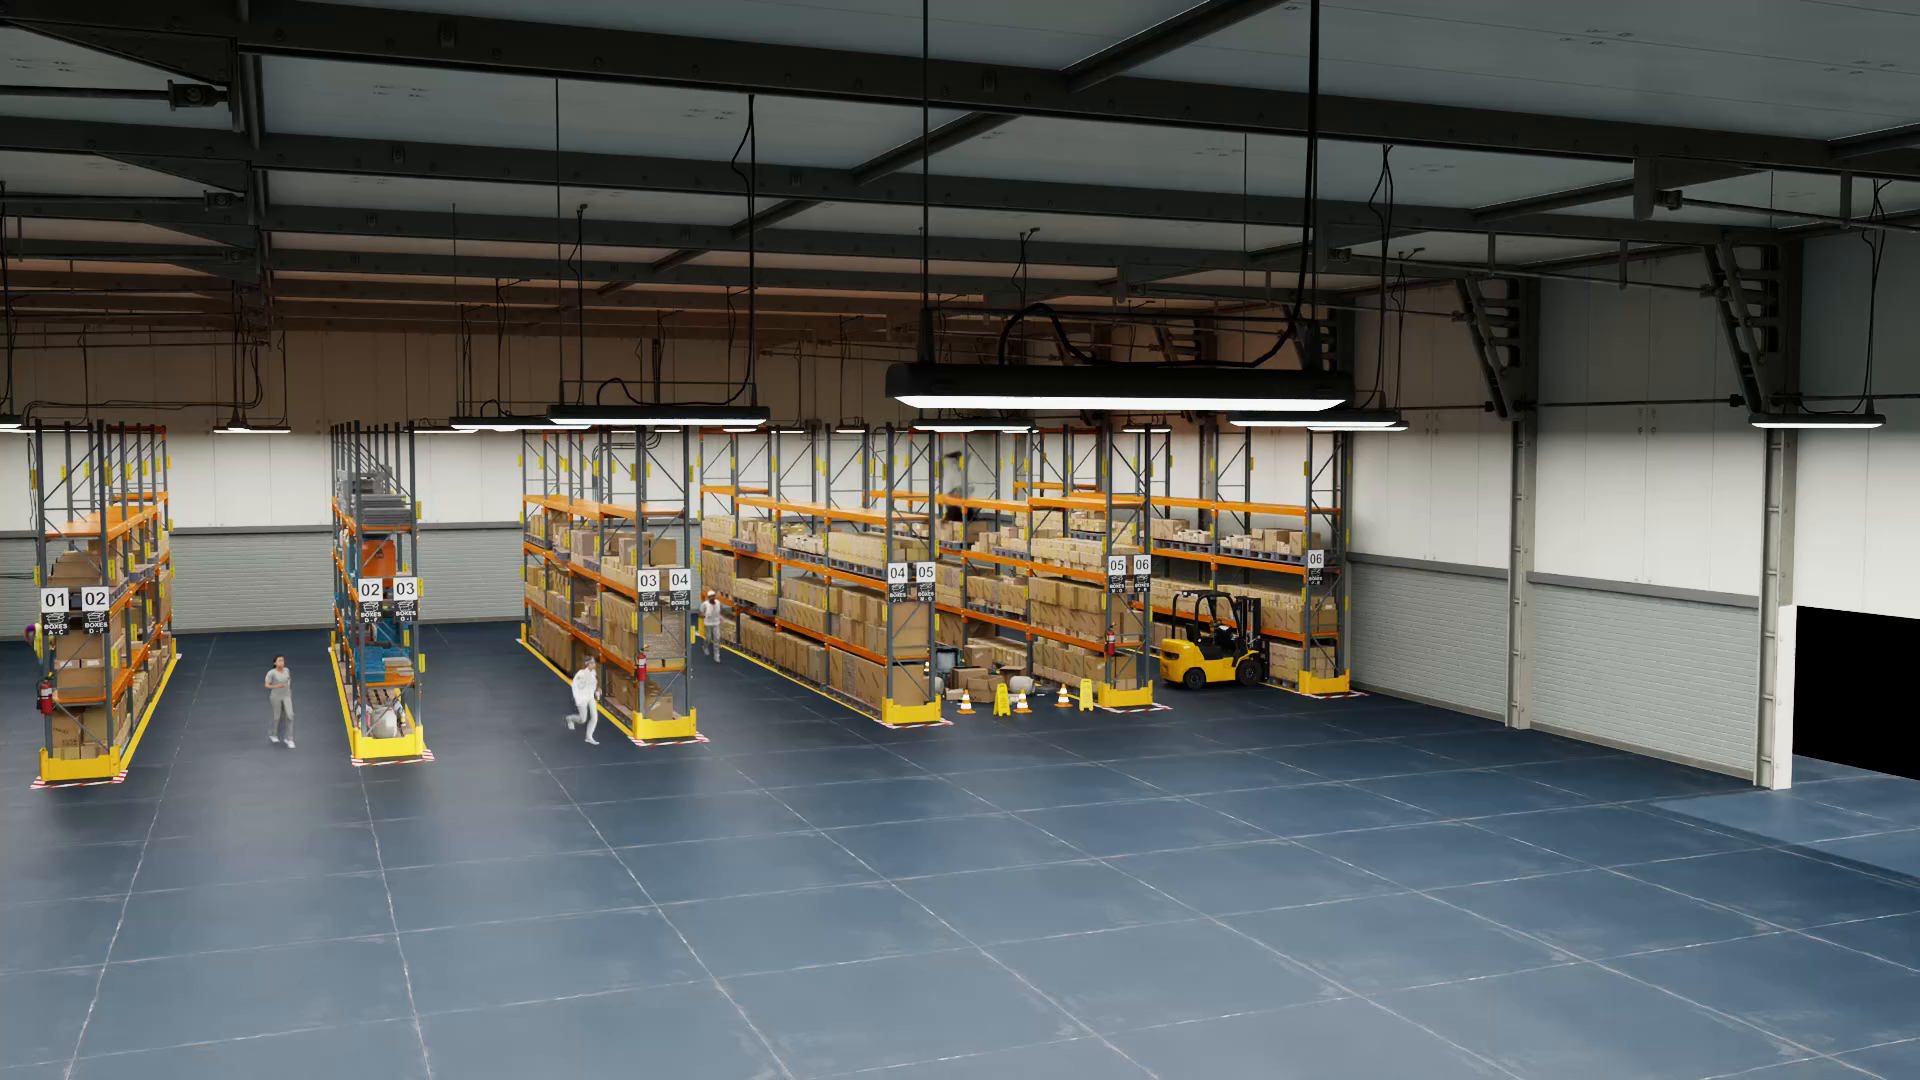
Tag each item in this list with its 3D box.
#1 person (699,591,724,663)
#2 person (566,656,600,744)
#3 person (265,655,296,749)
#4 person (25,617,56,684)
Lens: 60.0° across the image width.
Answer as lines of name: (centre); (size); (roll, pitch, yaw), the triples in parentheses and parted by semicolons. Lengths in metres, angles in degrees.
person: (-6.334, 2.183, 42.398); (0.682, 1.807, 0.985); (-2, 4, -25)
person: (-7.052, 2.982, 31.121); (0.771, 1.670, 0.634); (2, 4, 33)
person: (-12.563, 2.962, 30.674); (0.555, 1.714, 0.805); (-3, 5, -42)
person: (-20.875, 2.538, 37.923); (0.746, 1.716, 1.060); (-2, 4, -26)
